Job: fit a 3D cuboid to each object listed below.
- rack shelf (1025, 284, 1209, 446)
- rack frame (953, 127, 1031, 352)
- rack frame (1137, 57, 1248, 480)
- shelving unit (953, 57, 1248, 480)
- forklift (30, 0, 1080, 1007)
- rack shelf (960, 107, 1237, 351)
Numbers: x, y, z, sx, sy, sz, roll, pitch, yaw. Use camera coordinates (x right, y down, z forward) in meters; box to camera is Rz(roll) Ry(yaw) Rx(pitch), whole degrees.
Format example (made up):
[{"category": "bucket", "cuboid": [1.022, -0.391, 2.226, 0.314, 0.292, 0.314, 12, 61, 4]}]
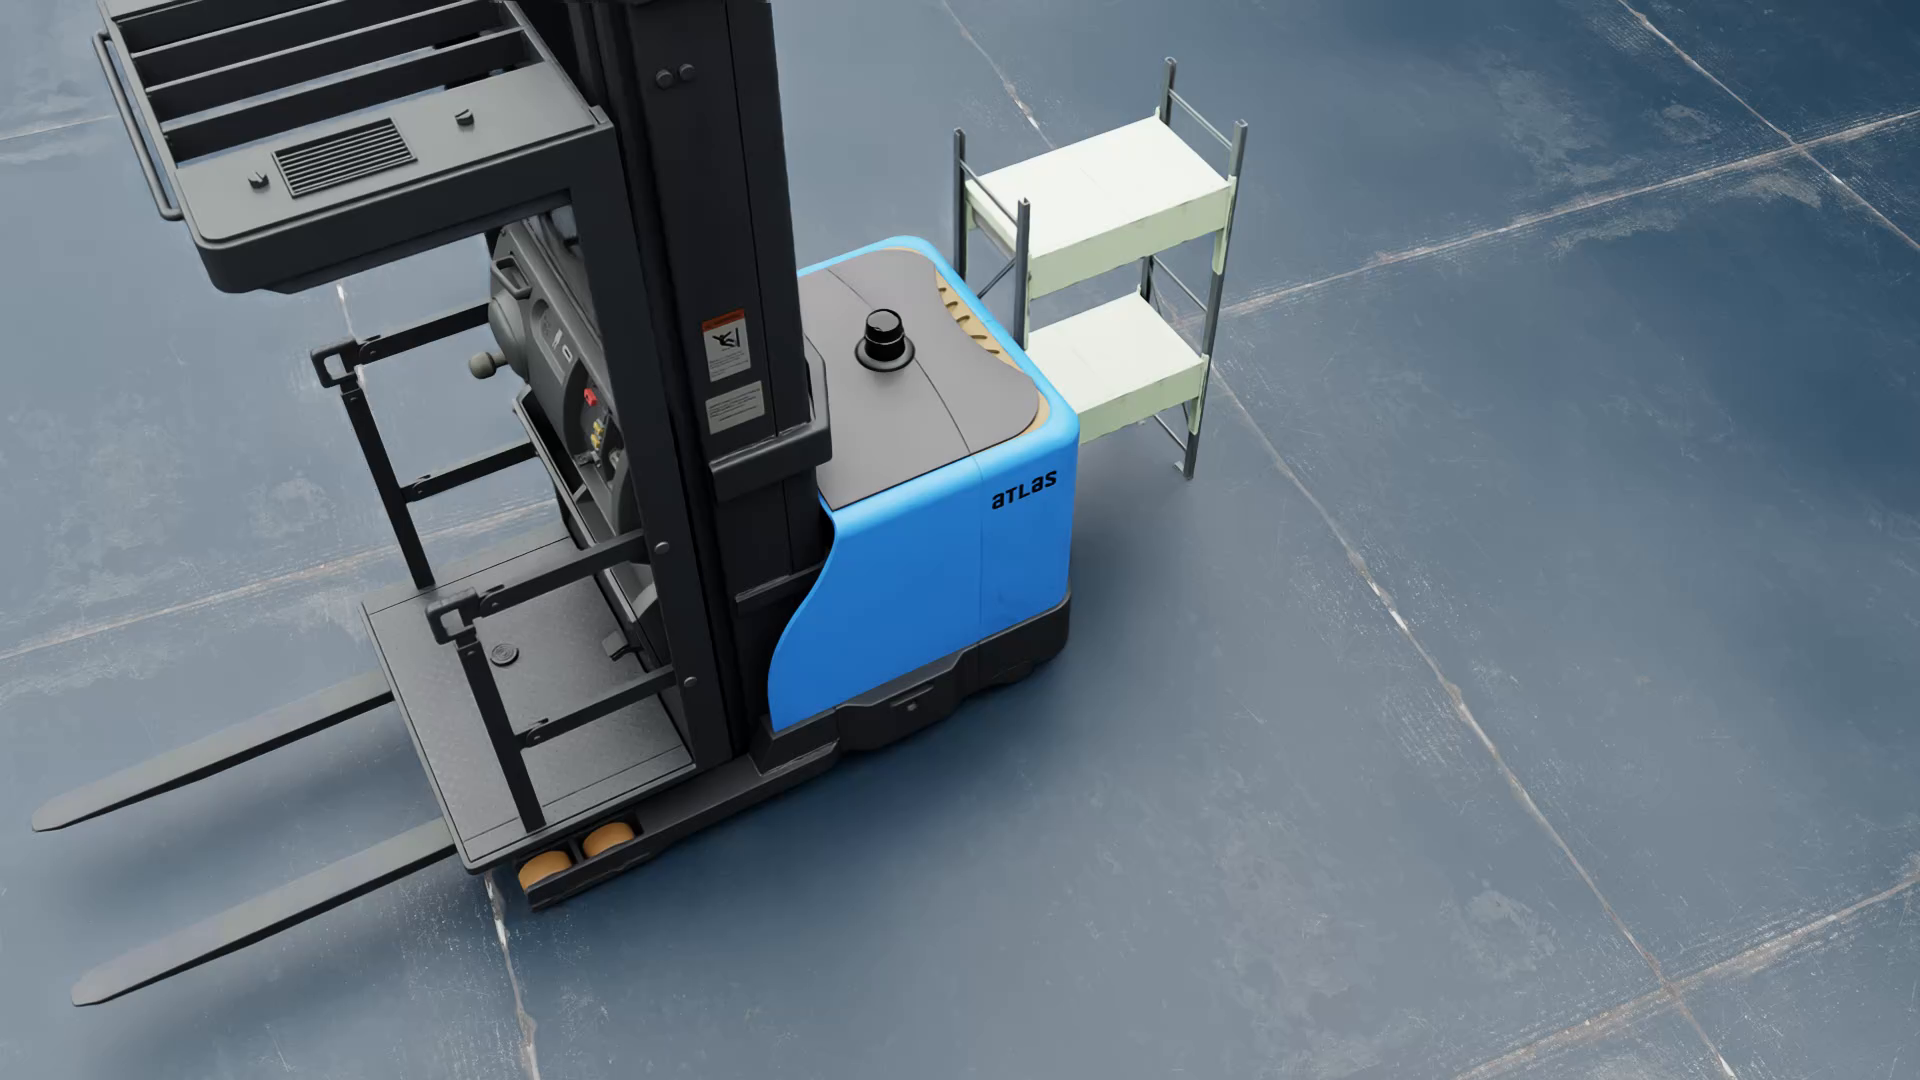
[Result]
[{"category": "rack shelf", "cuboid": [0.406, -0.489, 5.611, 0.720, 0.370, 0.431, -23, 53, -19]}, {"category": "rack frame", "cuboid": [0.087, -0.565, 5.247, 0.023, 1.500, 0.400, -23, 53, -19]}, {"category": "rack frame", "cuboid": [0.725, -0.838, 5.481, 0.023, 1.500, 0.400, -23, 53, -19]}, {"category": "shelving unit", "cuboid": [0.406, -0.701, 5.364, 0.755, 1.500, 0.431, -23, 53, -19]}, {"category": "forklift", "cuboid": [-1.188, -0.359, 4.126, 3.031, 2.935, 1.130, -23, 53, -19]}, {"category": "rack shelf", "cuboid": [0.406, -0.956, 5.068, 0.720, 0.370, 0.431, -23, 53, -19]}]
